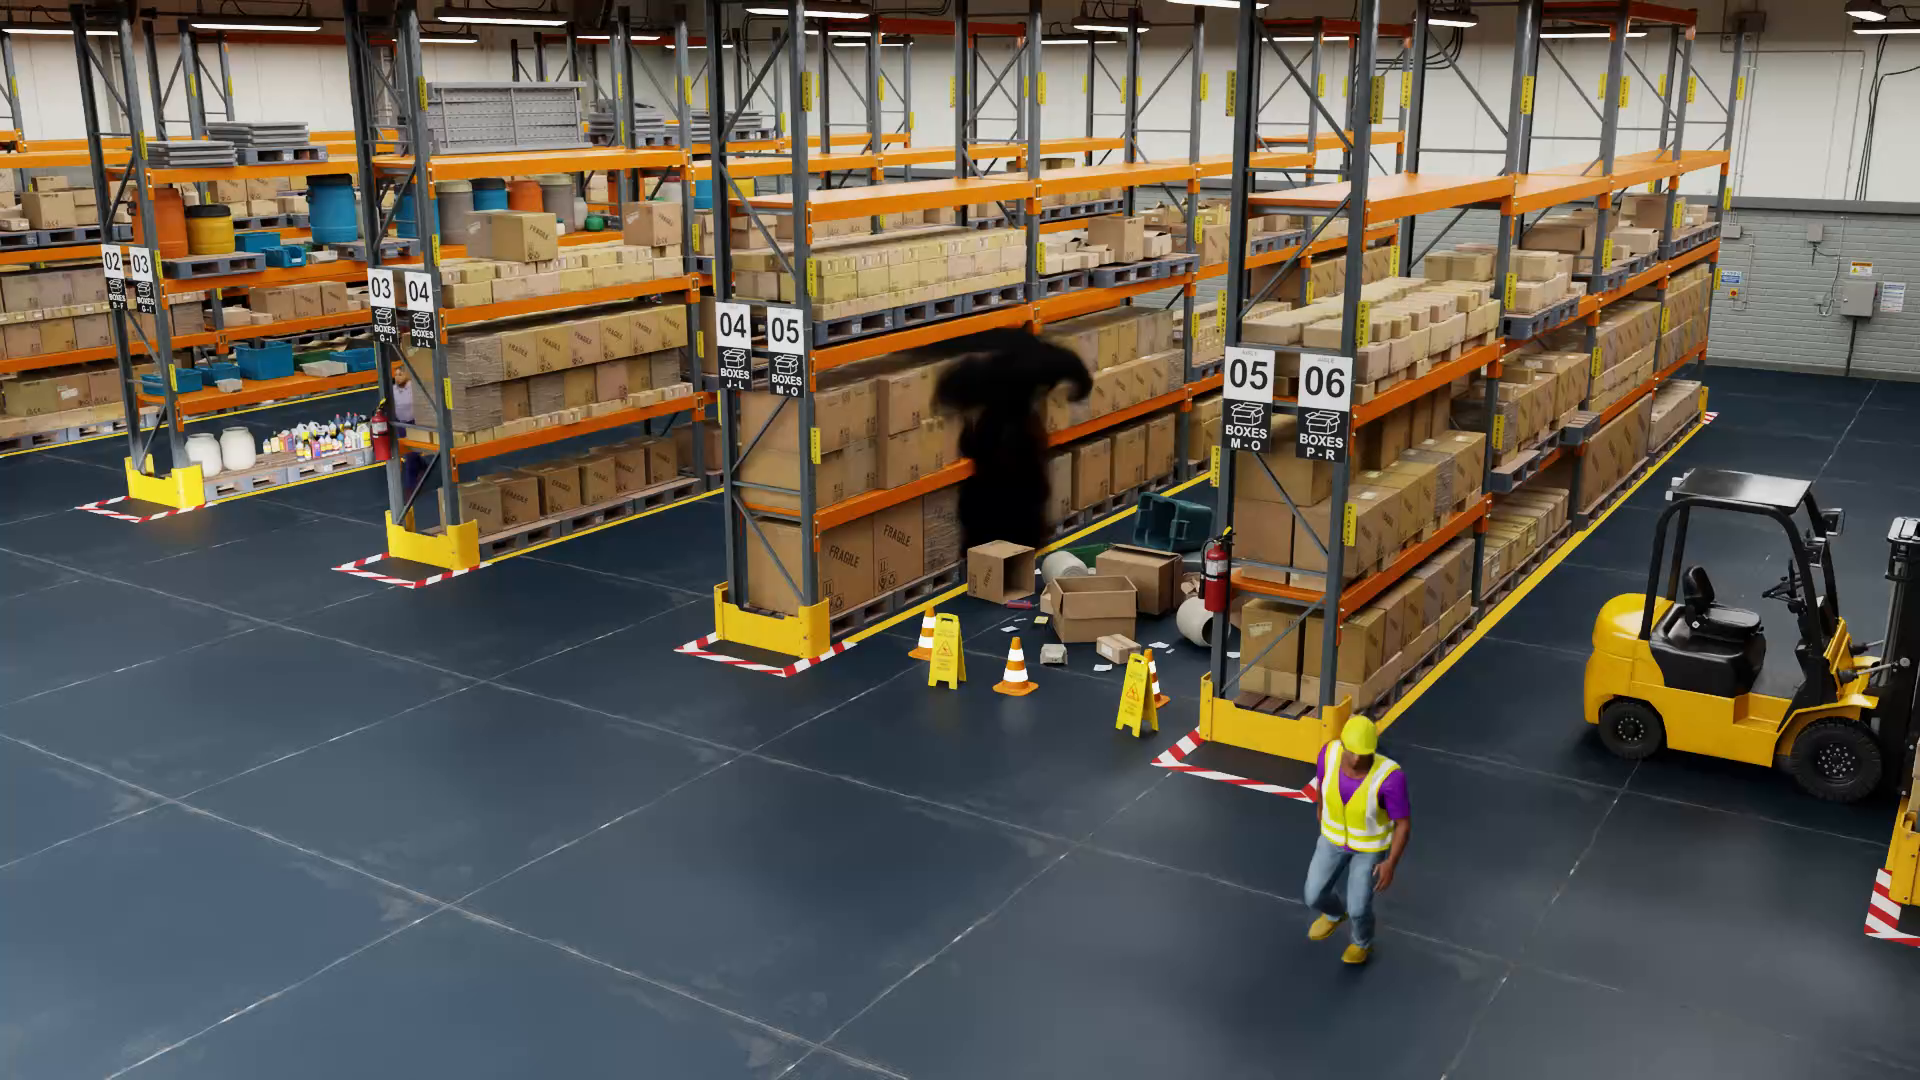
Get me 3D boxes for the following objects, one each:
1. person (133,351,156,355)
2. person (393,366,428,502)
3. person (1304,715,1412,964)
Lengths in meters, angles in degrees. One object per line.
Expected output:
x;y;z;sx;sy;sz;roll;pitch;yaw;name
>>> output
-13.339;-3.102;27.433;0.595;1.578;0.789;5;16;17;person
-6.992;-1.404;21.220;0.595;1.679;0.934;4;16;14;person
2.313;1.752;9.737;0.688;1.664;0.659;11;19;34;person
